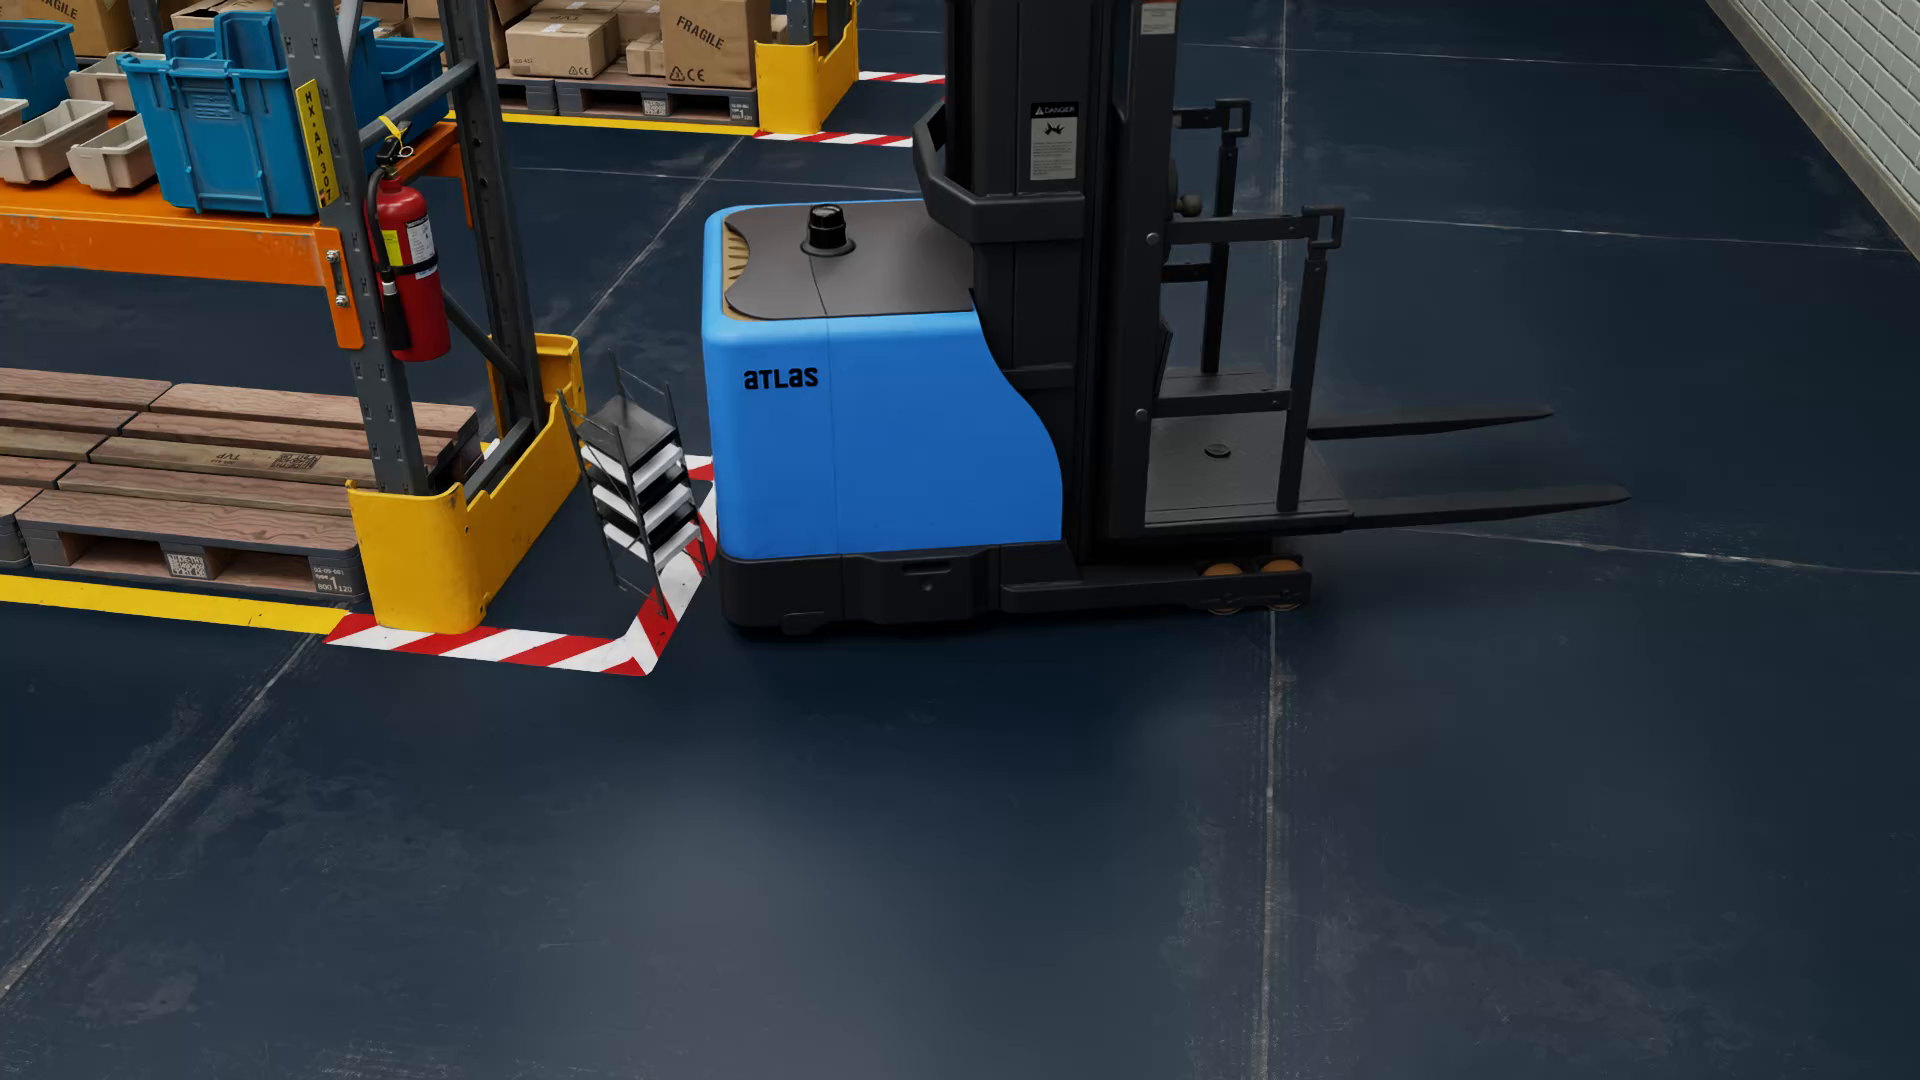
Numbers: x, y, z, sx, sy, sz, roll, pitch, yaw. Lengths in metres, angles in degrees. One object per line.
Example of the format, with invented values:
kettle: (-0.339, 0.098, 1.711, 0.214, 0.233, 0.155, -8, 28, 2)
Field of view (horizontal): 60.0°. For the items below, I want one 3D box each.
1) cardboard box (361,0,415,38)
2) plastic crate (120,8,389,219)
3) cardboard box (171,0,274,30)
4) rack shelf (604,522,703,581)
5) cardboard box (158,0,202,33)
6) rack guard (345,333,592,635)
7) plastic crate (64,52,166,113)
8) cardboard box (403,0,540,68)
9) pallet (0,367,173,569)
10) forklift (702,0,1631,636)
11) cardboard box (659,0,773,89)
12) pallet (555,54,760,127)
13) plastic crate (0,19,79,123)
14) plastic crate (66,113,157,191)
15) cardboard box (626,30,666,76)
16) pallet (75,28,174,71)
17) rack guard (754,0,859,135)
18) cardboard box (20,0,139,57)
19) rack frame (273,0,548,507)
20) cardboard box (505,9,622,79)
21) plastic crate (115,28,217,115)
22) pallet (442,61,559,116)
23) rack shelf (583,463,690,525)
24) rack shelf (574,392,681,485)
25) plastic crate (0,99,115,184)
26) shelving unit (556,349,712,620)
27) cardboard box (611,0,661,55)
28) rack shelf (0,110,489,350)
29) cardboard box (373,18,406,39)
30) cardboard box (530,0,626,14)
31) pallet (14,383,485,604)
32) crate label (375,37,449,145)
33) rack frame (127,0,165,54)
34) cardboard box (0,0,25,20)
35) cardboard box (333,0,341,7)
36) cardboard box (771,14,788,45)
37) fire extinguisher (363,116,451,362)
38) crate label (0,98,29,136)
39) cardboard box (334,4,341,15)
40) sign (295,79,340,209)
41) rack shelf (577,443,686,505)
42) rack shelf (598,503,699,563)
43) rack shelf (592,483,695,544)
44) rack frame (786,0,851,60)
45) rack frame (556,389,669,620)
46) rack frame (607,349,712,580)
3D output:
cardboard box: (-3.405, -3.307, 10.325, 0.500, 0.311, 0.500, 5, 32, 8)
plastic crate: (-2.009, -1.255, 4.838, 0.499, 0.435, 0.616, 5, 32, 8)
cardboard box: (-4.376, -3.126, 10.036, 0.500, 0.311, 0.500, 5, 32, 8)
rack shelf: (-0.975, -0.014, 5.252, 0.258, 0.077, 0.200, 30, 57, 24)
cardboard box: (-5.189, -3.527, 10.499, 0.500, 0.500, 0.500, 4, 32, 6)
rack guard: (-1.621, -0.227, 5.642, 0.348, 0.500, 1.175, 5, 32, 8)
plastic crate: (-2.806, -1.522, 5.547, 0.298, 0.136, 0.250, 5, 32, 8)
cardboard box: (-2.900, -3.193, 9.962, 0.637, 0.503, 0.797, 5, 32, 8)
pallet: (-3.653, -0.304, 6.037, 1.213, 0.211, 1.003, 5, 32, 8)
forklift: (0.703, -1.276, 5.026, 3.031, 2.935, 1.130, -4, 32, -6)
cardboard box: (-1.388, -2.919, 9.528, 0.500, 0.500, 0.500, 5, 32, 8)
pallet: (-1.671, -2.768, 9.973, 1.213, 0.211, 1.003, 5, 32, 8)
plastic crate: (-3.133, -1.548, 5.498, 0.300, 0.233, 0.416, 5, 32, 8)
plastic crate: (-2.482, -1.174, 4.990, 0.243, 0.136, 0.396, 5, 32, 8)
cardboard box: (-1.772, -2.861, 9.749, 0.250, 0.166, 0.380, 5, 32, 8)
pallet: (-5.561, -3.100, 10.504, 1.213, 0.211, 1.003, 5, 32, 8)
rack guard: (-0.885, -2.820, 9.784, 0.348, 0.500, 1.175, 5, 32, 8)
cardboard box: (-5.288, -3.251, 10.057, 0.500, 0.500, 0.500, 5, 32, 8)
rack frame: (-1.647, -1.282, 4.971, 0.127, 3.000, 1.000, 5, 32, 8)
cardboard box: (-2.319, -2.914, 9.755, 0.500, 0.250, 0.500, 5, 32, 8)
plastic crate: (-2.484, -1.490, 5.404, 0.300, 0.233, 0.416, 5, 32, 8)
pallet: (-2.870, -2.878, 10.149, 1.213, 0.211, 1.003, 5, 32, 8)
rack shelf: (-0.982, -0.187, 5.044, 0.258, 0.077, 0.200, 30, 57, 24)
rack shelf: (-0.986, -0.302, 4.906, 0.258, 0.077, 0.200, 30, 57, 24)
plastic crate: (-2.765, -1.207, 5.044, 0.243, 0.136, 0.396, 5, 32, 8)
shelving unit: (-0.980, -0.151, 5.088, 0.258, 0.900, 0.210, 30, 57, 24)
cardboard box: (-1.791, -3.135, 10.108, 0.500, 0.250, 0.500, 5, 32, 8)
rack shelf: (-3.619, -1.156, 5.447, 4.000, 0.370, 1.077, 5, 32, 8)
cardboard box: (-3.521, -2.992, 9.959, 0.250, 0.166, 0.380, 5, 32, 8)
cardboard box: (-2.284, -3.180, 10.179, 0.500, 0.250, 0.500, 5, 32, 8)
pallet: (-2.454, -0.194, 5.861, 1.213, 0.211, 1.003, 5, 32, 8)
crate label: (-1.835, -1.431, 5.310, 0.303, 0.233, 0.416, 5, 32, 8)
rack frame: (-4.753, -4.229, 9.680, 0.127, 3.000, 1.000, 5, 32, 8)
cardboard box: (-5.774, -3.299, 10.135, 0.500, 0.500, 0.500, 5, 32, 8)
cardboard box: (-4.144, -3.454, 10.382, 0.500, 0.500, 0.500, 5, 32, 8)
cardboard box: (-1.165, -3.068, 10.096, 0.250, 0.149, 0.380, 5, 32, 8)
fire extinguisher: (-1.575, -0.840, 4.689, 0.183, 0.674, 0.296, 5, 32, 8)
crate label: (-3.044, -1.219, 5.063, 0.243, 0.136, 0.396, 5, 32, 8)
cardboard box: (-3.764, -3.303, 10.472, 0.250, 0.149, 0.380, 5, 32, 8)
sign: (-1.724, -1.062, 4.466, 0.005, 0.325, 0.100, 5, 32, 8)
rack shelf: (-0.984, -0.245, 4.975, 0.258, 0.077, 0.200, 30, 57, 24)
rack shelf: (-0.977, -0.072, 5.183, 0.258, 0.077, 0.200, 30, 57, 24)
rack shelf: (-0.979, -0.130, 5.114, 0.258, 0.077, 0.200, 30, 57, 24)
rack frame: (-0.810, -3.872, 9.109, 0.127, 3.000, 1.000, 5, 32, 8)
rack frame: (-1.042, -0.088, 5.038, 0.240, 0.900, 0.006, 30, 57, 24)
rack frame: (-0.918, -0.214, 5.138, 0.240, 0.900, 0.006, 30, 57, 24)
